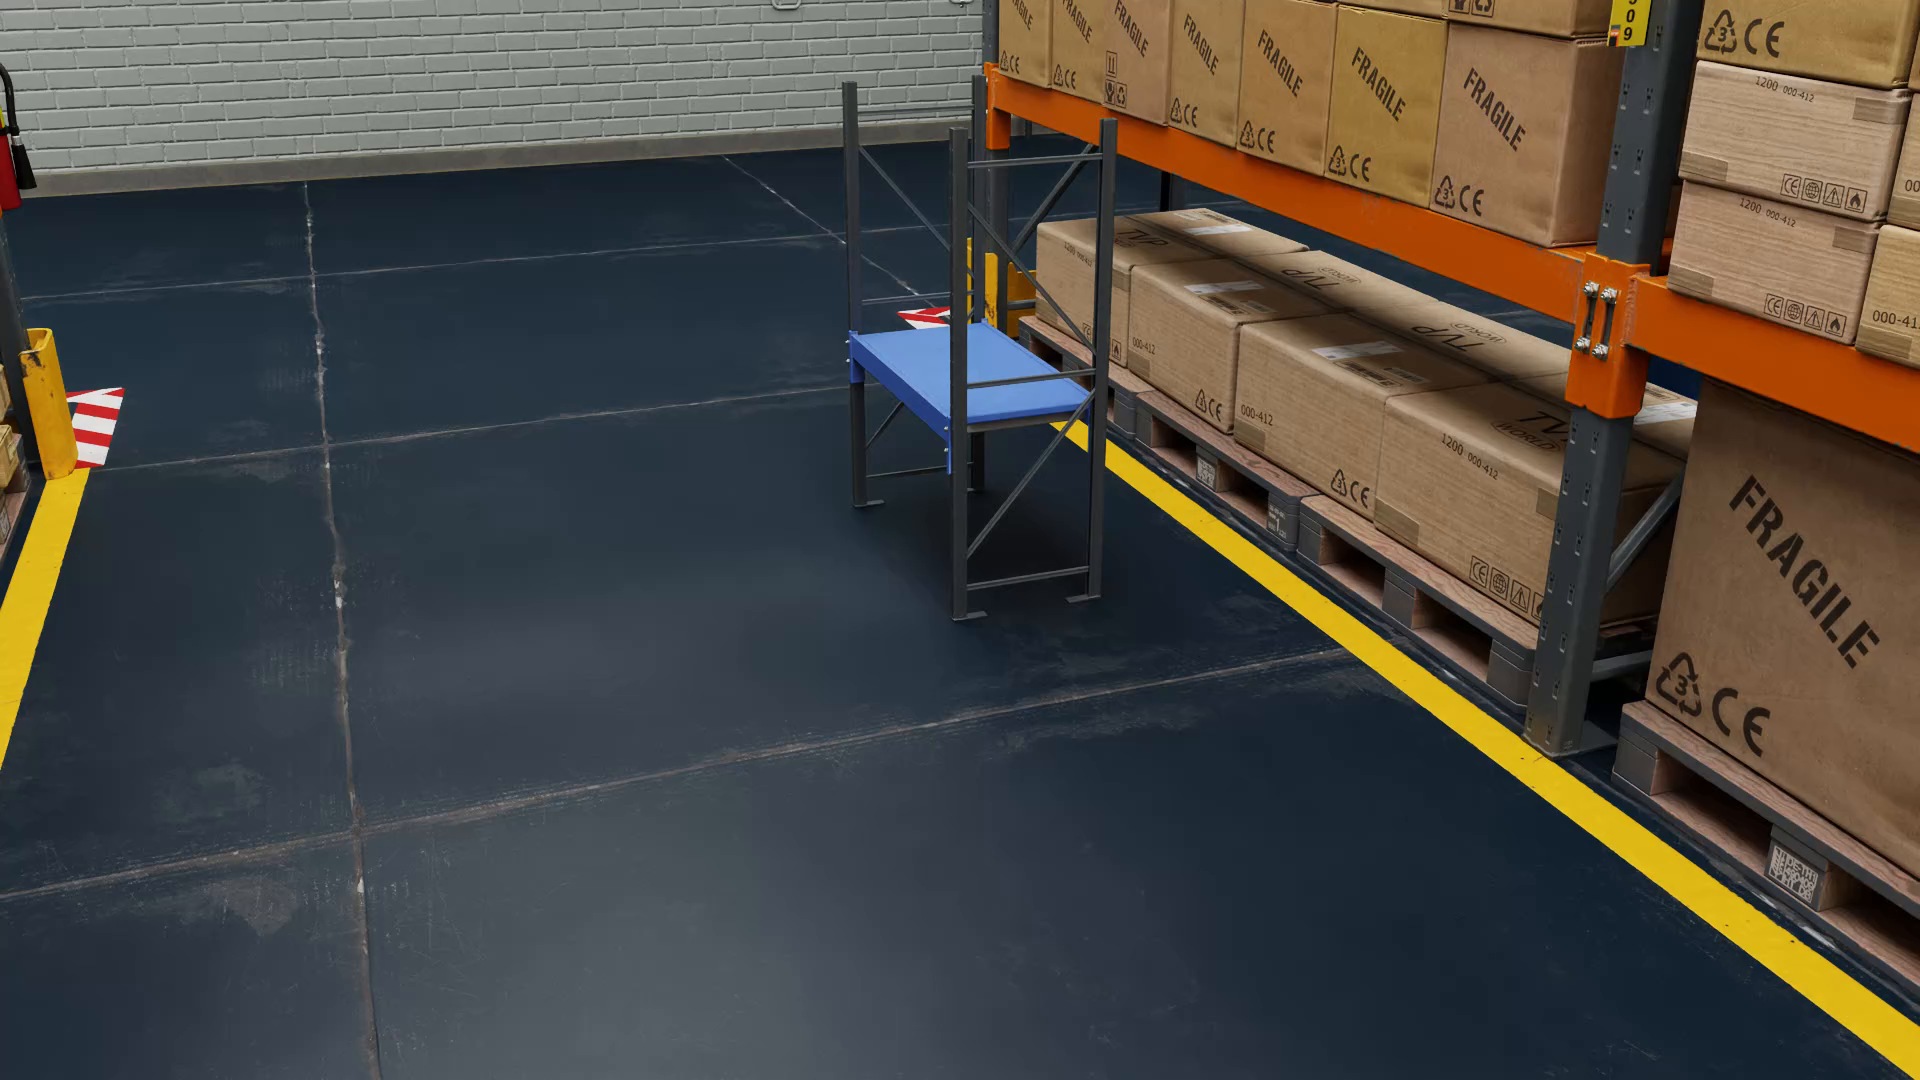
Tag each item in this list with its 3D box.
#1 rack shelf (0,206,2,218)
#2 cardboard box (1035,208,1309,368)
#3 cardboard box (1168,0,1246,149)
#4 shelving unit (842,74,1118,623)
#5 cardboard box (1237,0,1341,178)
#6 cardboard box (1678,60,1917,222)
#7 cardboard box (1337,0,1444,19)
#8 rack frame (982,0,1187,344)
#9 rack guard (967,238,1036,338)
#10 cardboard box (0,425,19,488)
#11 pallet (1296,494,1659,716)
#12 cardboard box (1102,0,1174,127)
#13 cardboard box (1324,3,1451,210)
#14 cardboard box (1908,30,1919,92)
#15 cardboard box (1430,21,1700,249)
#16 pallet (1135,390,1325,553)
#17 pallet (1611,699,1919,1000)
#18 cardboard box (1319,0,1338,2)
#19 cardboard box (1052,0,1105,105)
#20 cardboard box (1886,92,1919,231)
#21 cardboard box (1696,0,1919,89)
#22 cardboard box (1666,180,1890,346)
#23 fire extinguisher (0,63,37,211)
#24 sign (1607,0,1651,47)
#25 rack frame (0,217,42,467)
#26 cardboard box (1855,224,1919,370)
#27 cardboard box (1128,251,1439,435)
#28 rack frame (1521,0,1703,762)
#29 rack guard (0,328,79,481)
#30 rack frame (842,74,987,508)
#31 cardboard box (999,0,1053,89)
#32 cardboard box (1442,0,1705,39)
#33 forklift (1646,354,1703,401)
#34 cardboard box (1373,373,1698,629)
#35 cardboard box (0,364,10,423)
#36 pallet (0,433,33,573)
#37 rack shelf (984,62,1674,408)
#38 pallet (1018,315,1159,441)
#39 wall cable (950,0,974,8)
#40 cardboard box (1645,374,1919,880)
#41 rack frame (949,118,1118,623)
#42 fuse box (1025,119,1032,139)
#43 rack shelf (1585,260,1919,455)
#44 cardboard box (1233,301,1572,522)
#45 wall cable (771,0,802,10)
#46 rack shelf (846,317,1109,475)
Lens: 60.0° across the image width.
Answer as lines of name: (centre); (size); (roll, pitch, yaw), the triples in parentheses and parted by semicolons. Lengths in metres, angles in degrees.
rack shelf: (-3.303, -0.570, 4.167); (1.077, 0.370, 4.000); (-8, 24, -19)
cardboard box: (0.913, -1.131, 7.329); (0.875, 0.438, 0.875); (-9, 25, -21)
cardboard box: (1.047, -1.630, 5.625); (0.500, 0.500, 0.500); (-8, 24, -17)
shelving unit: (0.030, -0.660, 5.385); (0.538, 1.500, 1.048); (-8, 24, -19)
cardboard box: (1.218, -1.437, 5.169); (0.500, 0.500, 0.500); (-9, 24, -20)
cardboard box: (1.891, -0.854, 3.462); (0.500, 0.250, 0.500); (-9, 24, -21)
cardboard box: (1.402, -1.717, 4.545); (0.500, 0.500, 0.500); (-9, 24, -20)
rack frame: (0.586, -2.344, 7.450); (1.000, 3.000, 0.127); (-8, 24, -19)
rack guard: (0.578, -1.201, 7.956); (1.175, 0.500, 0.348); (-8, 24, -19)
cardboard box: (-3.443, -0.266, 5.649); (0.380, 0.149, 0.250); (-8, 24, -17)
pallet: (1.804, 0.107, 5.224); (1.003, 0.211, 1.213); (-8, 24, -19)
cardboard box: (0.855, -1.809, 6.052); (0.500, 0.500, 0.500); (-8, 24, -19)
cardboard box: (1.409, -1.257, 4.740); (0.500, 0.500, 0.500); (-9, 24, -20)
cardboard box: (2.091, -1.017, 2.885); (0.500, 0.500, 0.500); (-8, 24, -19)
cardboard box: (1.596, -1.070, 4.299); (0.500, 0.500, 0.500); (-8, 24, -19)
pallet: (1.369, -0.337, 6.278); (1.003, 0.211, 1.213); (-8, 24, -19)
pallet: (2.342, 0.664, 3.902); (1.003, 0.211, 1.213); (-8, 24, -19)
cardboard box: (1.214, -1.900, 4.981); (0.500, 0.500, 0.500); (-8, 24, -18)
cardboard box: (0.692, -1.997, 6.496); (0.500, 0.500, 0.500); (-9, 24, -20)
cardboard box: (2.101, -0.668, 3.022); (0.500, 0.250, 0.500); (-8, 24, -18)
cardboard box: (1.886, -1.198, 3.315); (0.500, 0.500, 0.500); (-8, 24, -18)
cardboard box: (1.908, -0.626, 3.565); (0.500, 0.250, 0.500); (-9, 24, -20)
fire extinguisher: (-3.666, -1.576, 6.206); (0.296, 0.674, 0.183); (-8, 24, -19)
sign: (1.480, -1.250, 3.636); (0.100, 0.325, 0.005); (-8, 24, -19)
rack frame: (-4.009, -1.628, 5.751); (1.000, 3.000, 0.127); (-8, 24, -19)
cardboard box: (2.092, -0.438, 3.120); (0.500, 0.250, 0.500); (-9, 24, -20)
cardboard box: (1.244, -0.800, 6.543); (0.875, 0.438, 0.875); (-8, 24, -18)
rack frame: (1.999, -0.891, 4.001); (1.000, 3.000, 0.127); (-8, 24, -19)
rack guard: (-3.982, -0.449, 6.171); (1.175, 0.500, 0.348); (-8, 24, -19)
rack frame: (-0.149, -0.845, 5.823); (0.500, 1.500, 0.032); (-8, 24, -19)
cardboard box: (0.487, -2.176, 6.923); (0.500, 0.500, 0.500); (-9, 24, -19)
cardboard box: (1.574, -1.531, 4.105); (0.500, 0.500, 0.500); (-9, 24, -19)
forklift: (3.403, -1.161, 4.731); (1.130, 2.935, 3.031); (-8, 24, -17)
cardboard box: (1.878, -0.147, 4.994); (0.875, 0.438, 0.875); (-9, 24, -20)
cardboard box: (-3.556, -0.493, 5.804); (0.380, 0.149, 0.250); (-9, 24, -20)
pallet: (-3.728, -0.016, 5.515); (1.003, 0.211, 1.213); (-8, 24, -19)
rack shelf: (1.293, -1.286, 5.865); (1.077, 0.370, 4.000); (-8, 24, -19)
pallet: (0.942, -0.779, 7.328); (1.003, 0.211, 1.213); (-8, 24, -19)
wall cable: (-0.105, -5.057, 12.578); (0.588, 1.984, 0.122); (-8, 24, -19)
cardboard box: (2.293, 0.109, 3.824); (0.875, 0.875, 0.875); (-8, 24, -17)
rack frame: (0.210, -0.475, 4.947); (0.500, 1.500, 0.032); (-8, 24, -19)
fuse box: (0.589, -4.031, 13.111); (0.539, 1.711, 0.414); (-8, 24, -19)
rack shelf: (2.706, 0.167, 2.417); (1.077, 0.370, 4.000); (-8, 24, -19)
cardboard box: (1.561, -0.472, 5.765); (0.875, 0.438, 0.875); (-9, 25, -21)
wall cable: (-1.428, -4.872, 12.100); (0.585, 1.953, 0.123); (-8, 24, -19)
rack shelf: (0.030, -0.494, 5.455); (0.538, 0.185, 1.000); (-8, 24, -19)
